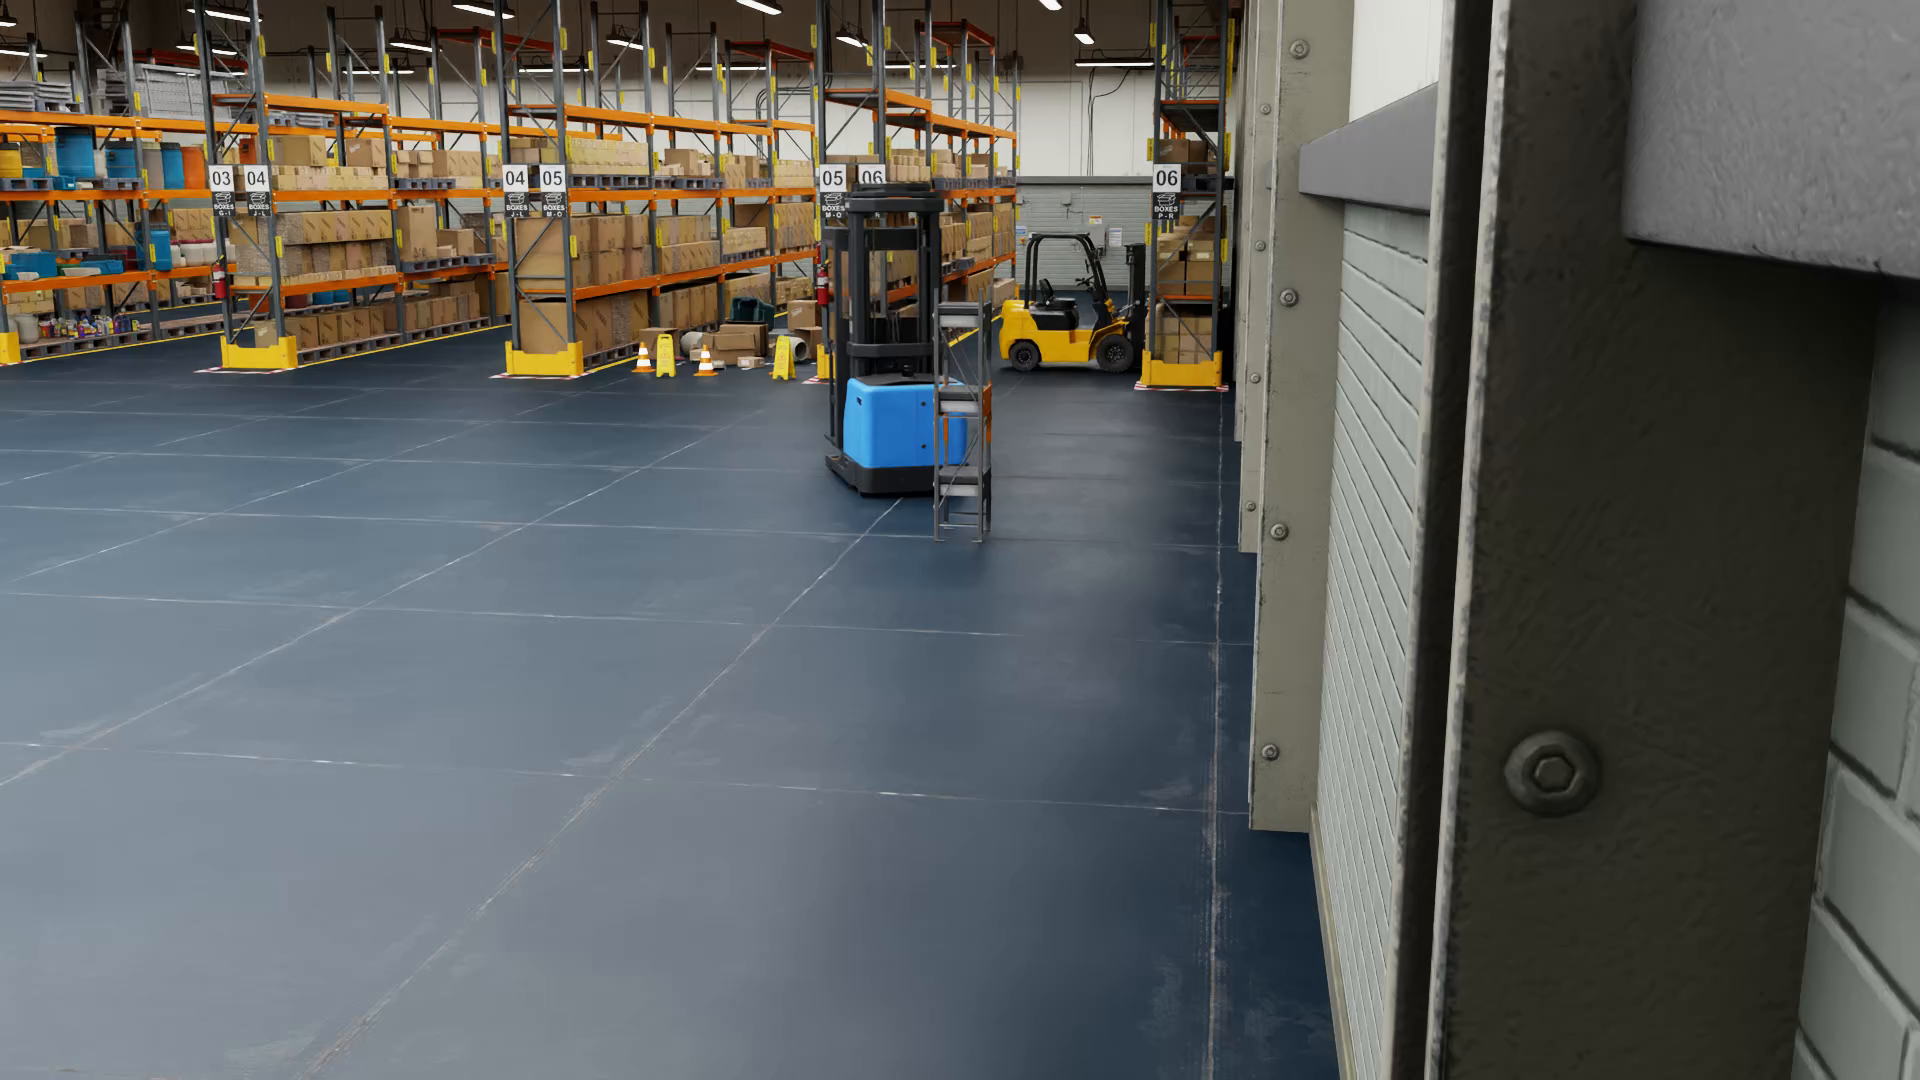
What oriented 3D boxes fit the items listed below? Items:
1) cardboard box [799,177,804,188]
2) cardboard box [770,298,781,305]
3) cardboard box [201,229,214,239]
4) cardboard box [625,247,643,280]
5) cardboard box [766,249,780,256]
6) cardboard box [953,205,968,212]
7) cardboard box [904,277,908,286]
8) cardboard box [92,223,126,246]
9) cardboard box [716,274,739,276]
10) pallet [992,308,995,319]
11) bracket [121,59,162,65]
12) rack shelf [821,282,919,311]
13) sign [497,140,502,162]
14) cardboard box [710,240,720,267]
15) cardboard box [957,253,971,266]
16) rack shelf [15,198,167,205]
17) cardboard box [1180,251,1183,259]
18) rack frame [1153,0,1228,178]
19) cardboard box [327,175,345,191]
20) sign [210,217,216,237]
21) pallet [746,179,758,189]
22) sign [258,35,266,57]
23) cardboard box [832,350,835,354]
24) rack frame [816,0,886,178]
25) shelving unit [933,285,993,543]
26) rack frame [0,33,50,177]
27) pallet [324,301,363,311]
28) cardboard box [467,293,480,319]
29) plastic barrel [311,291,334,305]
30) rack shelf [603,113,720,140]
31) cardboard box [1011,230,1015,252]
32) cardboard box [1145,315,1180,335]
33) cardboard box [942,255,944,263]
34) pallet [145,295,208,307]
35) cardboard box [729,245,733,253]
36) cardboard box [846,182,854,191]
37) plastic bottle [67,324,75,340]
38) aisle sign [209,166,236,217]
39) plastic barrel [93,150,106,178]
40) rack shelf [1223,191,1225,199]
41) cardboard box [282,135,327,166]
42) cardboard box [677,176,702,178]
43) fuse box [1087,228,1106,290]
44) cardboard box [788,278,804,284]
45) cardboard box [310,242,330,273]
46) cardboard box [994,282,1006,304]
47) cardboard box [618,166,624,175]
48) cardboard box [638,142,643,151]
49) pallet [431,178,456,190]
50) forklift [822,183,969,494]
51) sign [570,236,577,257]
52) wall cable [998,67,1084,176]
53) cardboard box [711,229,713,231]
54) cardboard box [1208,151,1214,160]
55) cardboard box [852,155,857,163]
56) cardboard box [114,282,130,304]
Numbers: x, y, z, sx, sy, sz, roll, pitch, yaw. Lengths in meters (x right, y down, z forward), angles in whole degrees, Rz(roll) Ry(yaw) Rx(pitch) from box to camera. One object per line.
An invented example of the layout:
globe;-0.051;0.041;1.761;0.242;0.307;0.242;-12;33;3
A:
cardboard box;-4.019;-8.498;39.540;0.500;0.250;0.500;2;12;11
cardboard box;-4.292;-5.462;37.987;0.380;0.149;0.250;1;12;6
cardboard box;-18.836;-7.445;41.182;0.500;0.500;0.500;2;12;8
cardboard box;-6.003;-4.800;28.791;0.875;0.550;0.550;2;12;9
cardboard box;-4.298;-6.510;37.678;0.380;0.149;0.250;2;12;11
cardboard box;-0.026;-7.374;36.942;0.380;0.149;0.250;2;12;7
cardboard box;-1.059;-4.211;27.011;0.380;0.149;0.250;2;12;7
cardboard box;-19.549;-6.973;37.993;0.700;0.500;0.500;-1;12;-6
cardboard box;-5.119;-5.678;36.378;0.500;0.250;0.500;2;12;10
pallet;0.197;-4.919;36.318;1.003;0.211;1.213;2;12;9
bracket;-23.370;-13.808;48.161;0.076;0.066;3.189;2;12;9
rack shelf;-1.296;-4.012;27.197;1.077;0.370;4.000;2;12;9
sign;-7.045;-5.968;25.530;0.100;0.325;0.005;2;12;9
cardboard box;-5.084;-5.698;33.077;0.500;0.500;0.500;2;12;9
cardboard box;-0.050;-5.633;33.367;0.500;0.250;0.500;2;12;8
rack shelf;-19.646;-7.786;37.591;1.077;0.370;4.000;2;12;9
cardboard box;3.188;-4.341;25.238;0.380;0.149;0.250;2;12;10
rack frame;3.301;-6.720;23.815;1.000;3.000;0.127;2;12;9
cardboard box;-10.838;-6.072;28.286;0.500;0.250;0.500;2;12;10
sign;-11.941;-5.011;26.627;0.100;0.325;0.005;2;12;9
pallet;-5.022;-7.618;35.548;1.213;0.211;1.003;2;12;9
sign;-10.860;-7.679;25.859;0.100;0.325;0.005;2;12;9
cardboard box;-1.742;-2.990;26.279;0.500;0.250;0.500;2;12;8
rack frame;-1.604;-6.880;24.557;1.000;3.000;0.127;2;12;9
shelving unit;0.025;-1.061;13.932;0.431;2.100;0.503;2;12;9
rack frame;-19.954;-9.188;35.268;1.000;3.000;0.127;2;12;9
pallet;-14.604;-5.404;38.570;1.003;0.211;1.213;2;12;9
cardboard box;-10.249;-4.787;33.974;0.700;0.500;0.500;1;12;6
plastic barrel;-14.654;-5.846;37.985;0.600;0.901;0.708;2;12;9
rack shelf;-5.588;-7.721;31.117;1.077;0.370;4.000;2;12;9
cardboard box;1.044;-7.218;40.128;0.500;0.500;0.500;2;12;9
cardboard box;3.064;-3.243;25.079;0.500;0.250;0.500;2;12;11
cardboard box;-0.495;-5.133;30.289;0.380;0.149;0.250;2;12;10
pallet;-19.232;-5.868;40.720;1.003;0.211;1.213;2;12;9
cardboard box;-4.930;-6.033;34.467;0.380;0.149;0.250;3;12;11
cardboard box;-1.825;-5.374;25.287;0.380;0.149;0.250;2;12;9
plastic bottle;-15.703;-3.678;29.369;0.097;0.271;0.097;0;12;0
aisle sign;-11.702;-5.536;26.391;0.394;0.787;0.004;2;12;9
plastic barrel;-15.935;-6.905;30.529;0.421;0.512;0.421;0;12;0
rack shelf;4.839;-6.984;33.866;1.077;0.370;4.000;2;12;9
cardboard box;-10.901;-6.474;27.662;0.500;0.500;0.500;2;12;8
cardboard box;-5.443;-7.394;33.827;0.500;0.500;0.500;2;12;9
fuse box;3.754;-7.724;45.773;0.539;1.711;0.414;2;12;9
cardboard box;-3.993;-6.241;40.191;0.380;0.149;0.250;1;12;6
cardboard box;-11.206;-4.787;28.142;0.875;0.500;0.500;2;12;9
cardboard box;0.581;-5.712;38.461;0.875;0.438;0.875;2;12;7
cardboard box;-5.830;-6.166;27.725;0.380;0.149;0.250;2;12;8
cardboard box;-5.676;-6.768;28.626;0.380;0.149;0.250;2;12;8
pallet;-10.424;-6.817;31.829;1.213;0.211;1.003;2;12;9
forklift;-0.781;-2.135;16.941;1.130;2.935;3.031;-3;13;-14
sign;-5.963;-4.529;25.647;0.100;0.325;0.005;2;12;9
wall cable;2.196;-11.379;45.433;2.355;3.000;0.029;2;12;9
cardboard box;-5.457;-6.511;35.274;0.380;0.149;0.250;2;12;11
cardboard box;5.160;-8.109;35.052;0.396;0.266;0.258;2;12;9
cardboard box;-1.766;-5.813;25.430;0.380;0.149;0.250;2;12;10
cardboard box;-19.369;-5.656;38.009;0.500;0.500;0.500;1;12;7
